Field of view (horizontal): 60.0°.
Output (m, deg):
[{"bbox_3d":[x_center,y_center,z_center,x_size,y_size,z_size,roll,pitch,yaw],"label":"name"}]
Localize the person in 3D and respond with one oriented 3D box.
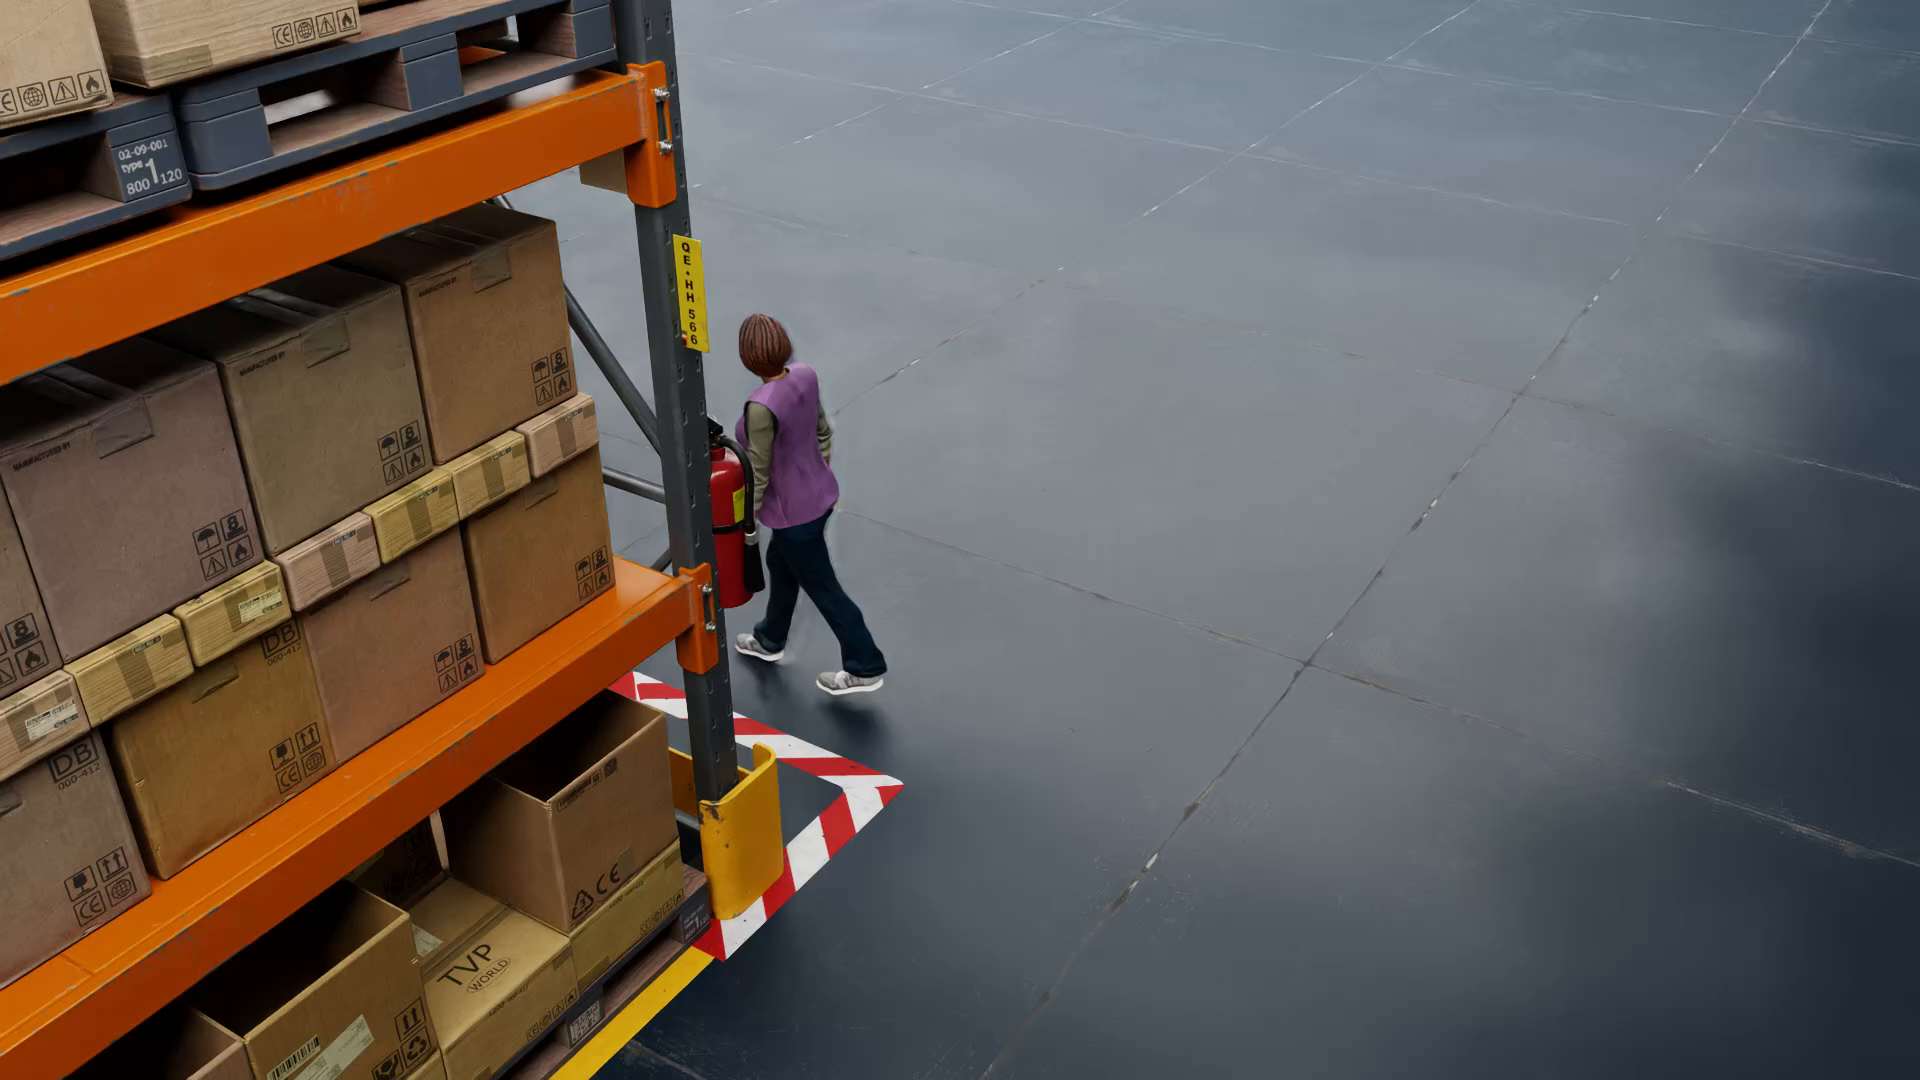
[{"bbox_3d":[-0.639,-0.109,6.318,0.732,1.589,0.427,10,32,16],"label":"person"}]
